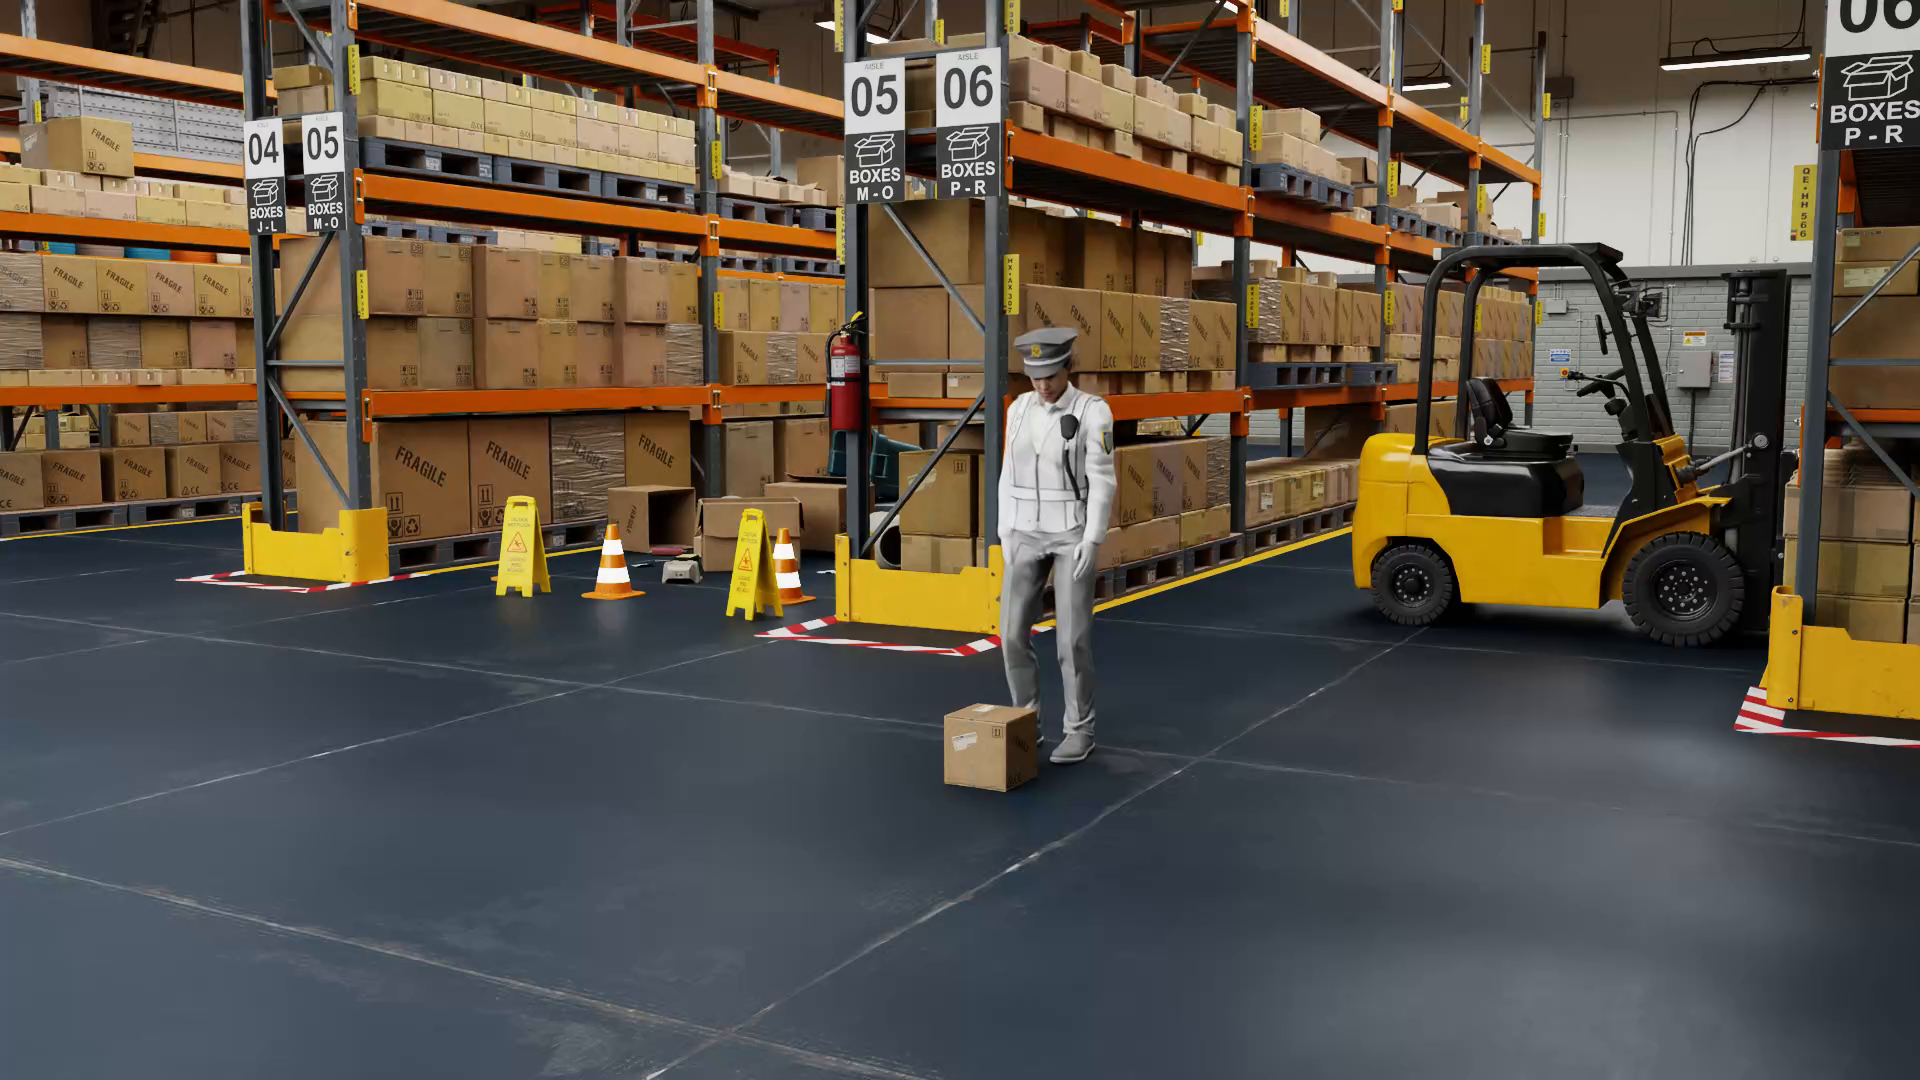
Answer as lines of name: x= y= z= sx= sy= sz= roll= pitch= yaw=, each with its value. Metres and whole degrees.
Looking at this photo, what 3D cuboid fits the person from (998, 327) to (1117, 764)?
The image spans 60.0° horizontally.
person: x=0.359 y=0.018 z=6.332 sx=0.488 sy=1.647 sz=0.396 roll=3 pitch=7 yaw=30
